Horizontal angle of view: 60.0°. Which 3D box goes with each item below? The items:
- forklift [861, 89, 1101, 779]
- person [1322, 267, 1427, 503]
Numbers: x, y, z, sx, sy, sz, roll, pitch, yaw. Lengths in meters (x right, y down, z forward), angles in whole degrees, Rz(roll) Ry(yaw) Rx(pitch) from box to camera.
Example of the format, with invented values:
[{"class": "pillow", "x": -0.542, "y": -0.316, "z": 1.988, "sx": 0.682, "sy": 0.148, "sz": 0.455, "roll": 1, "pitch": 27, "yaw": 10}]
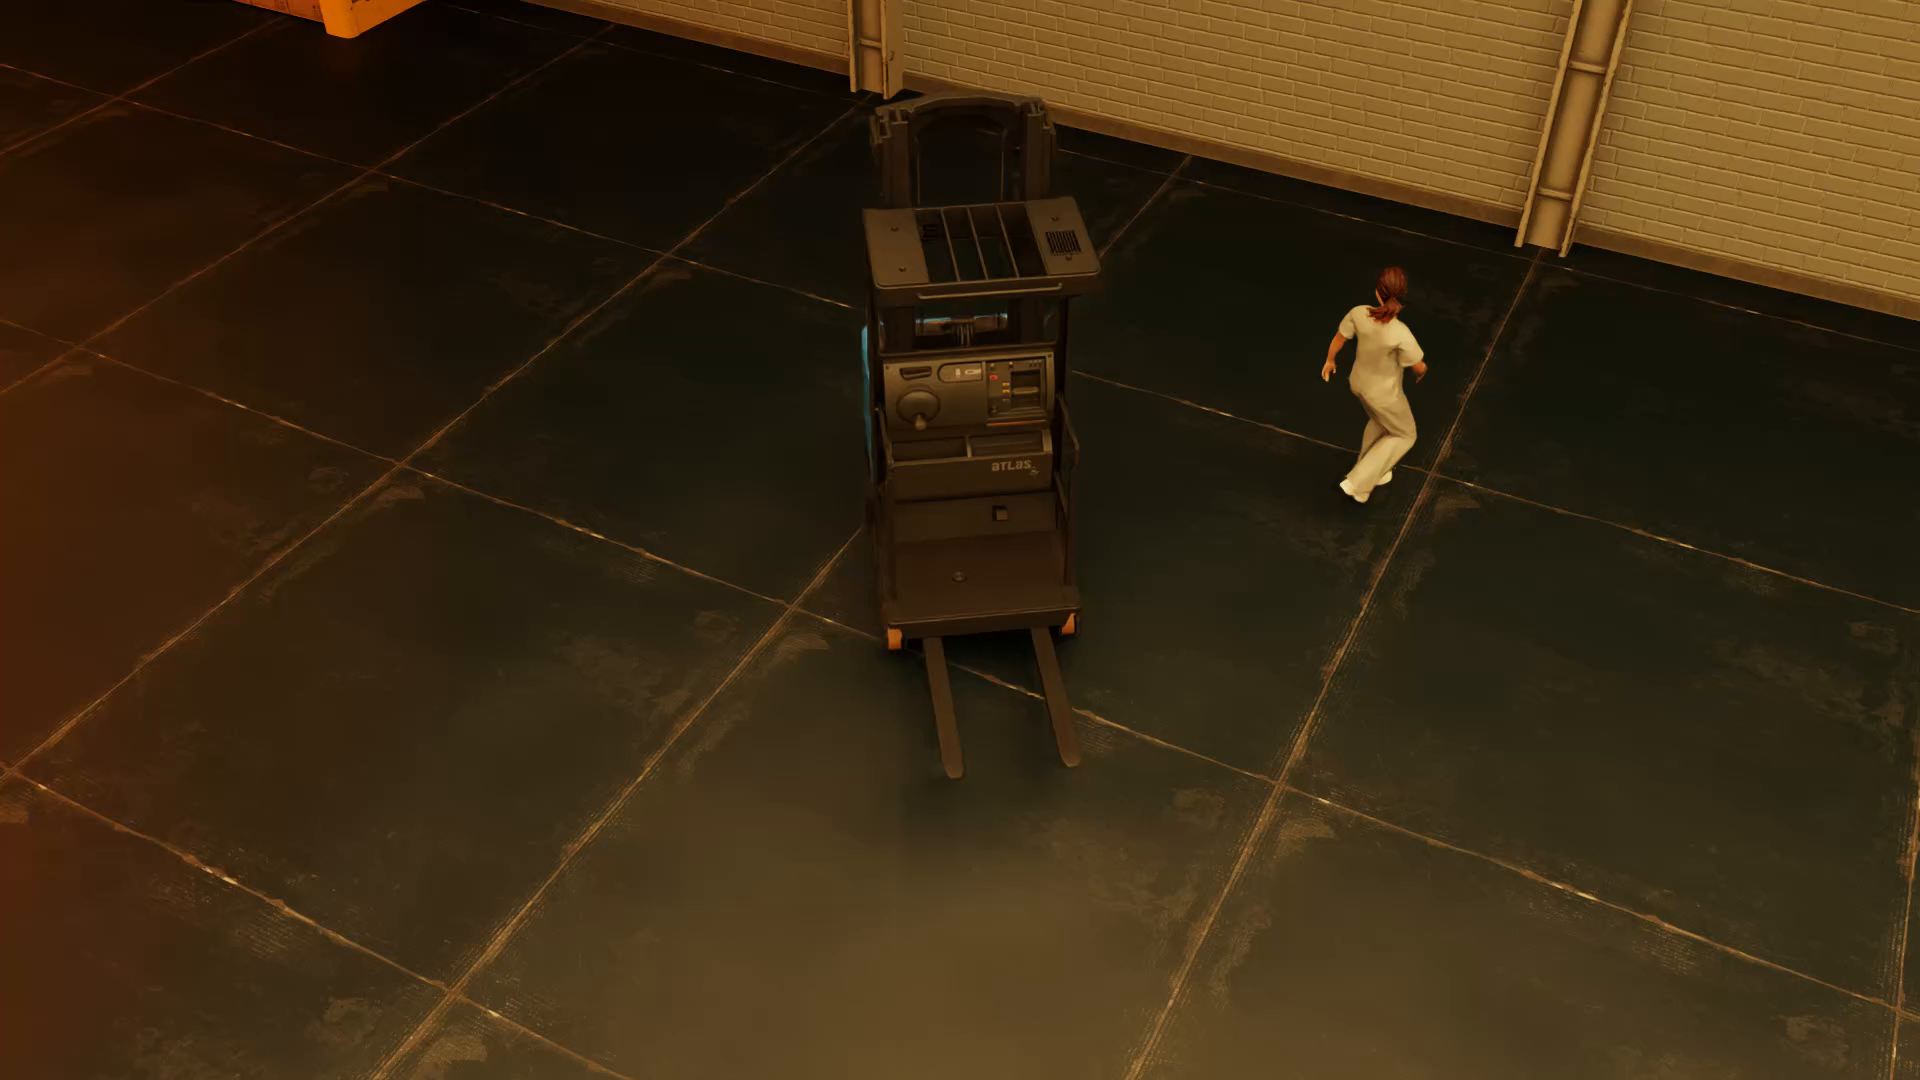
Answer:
[{"class": "forklift", "x": 0.081, "y": -0.732, "z": 8.855, "sx": 1.130, "sy": 2.935, "sz": 3.031, "roll": -5, "pitch": 40, "yaw": -6}, {"class": "person", "x": 2.536, "y": -0.958, "z": 10.142, "sx": 0.557, "sy": 1.630, "sz": 0.616, "roll": -18, "pitch": 43, "yaw": -20}]
